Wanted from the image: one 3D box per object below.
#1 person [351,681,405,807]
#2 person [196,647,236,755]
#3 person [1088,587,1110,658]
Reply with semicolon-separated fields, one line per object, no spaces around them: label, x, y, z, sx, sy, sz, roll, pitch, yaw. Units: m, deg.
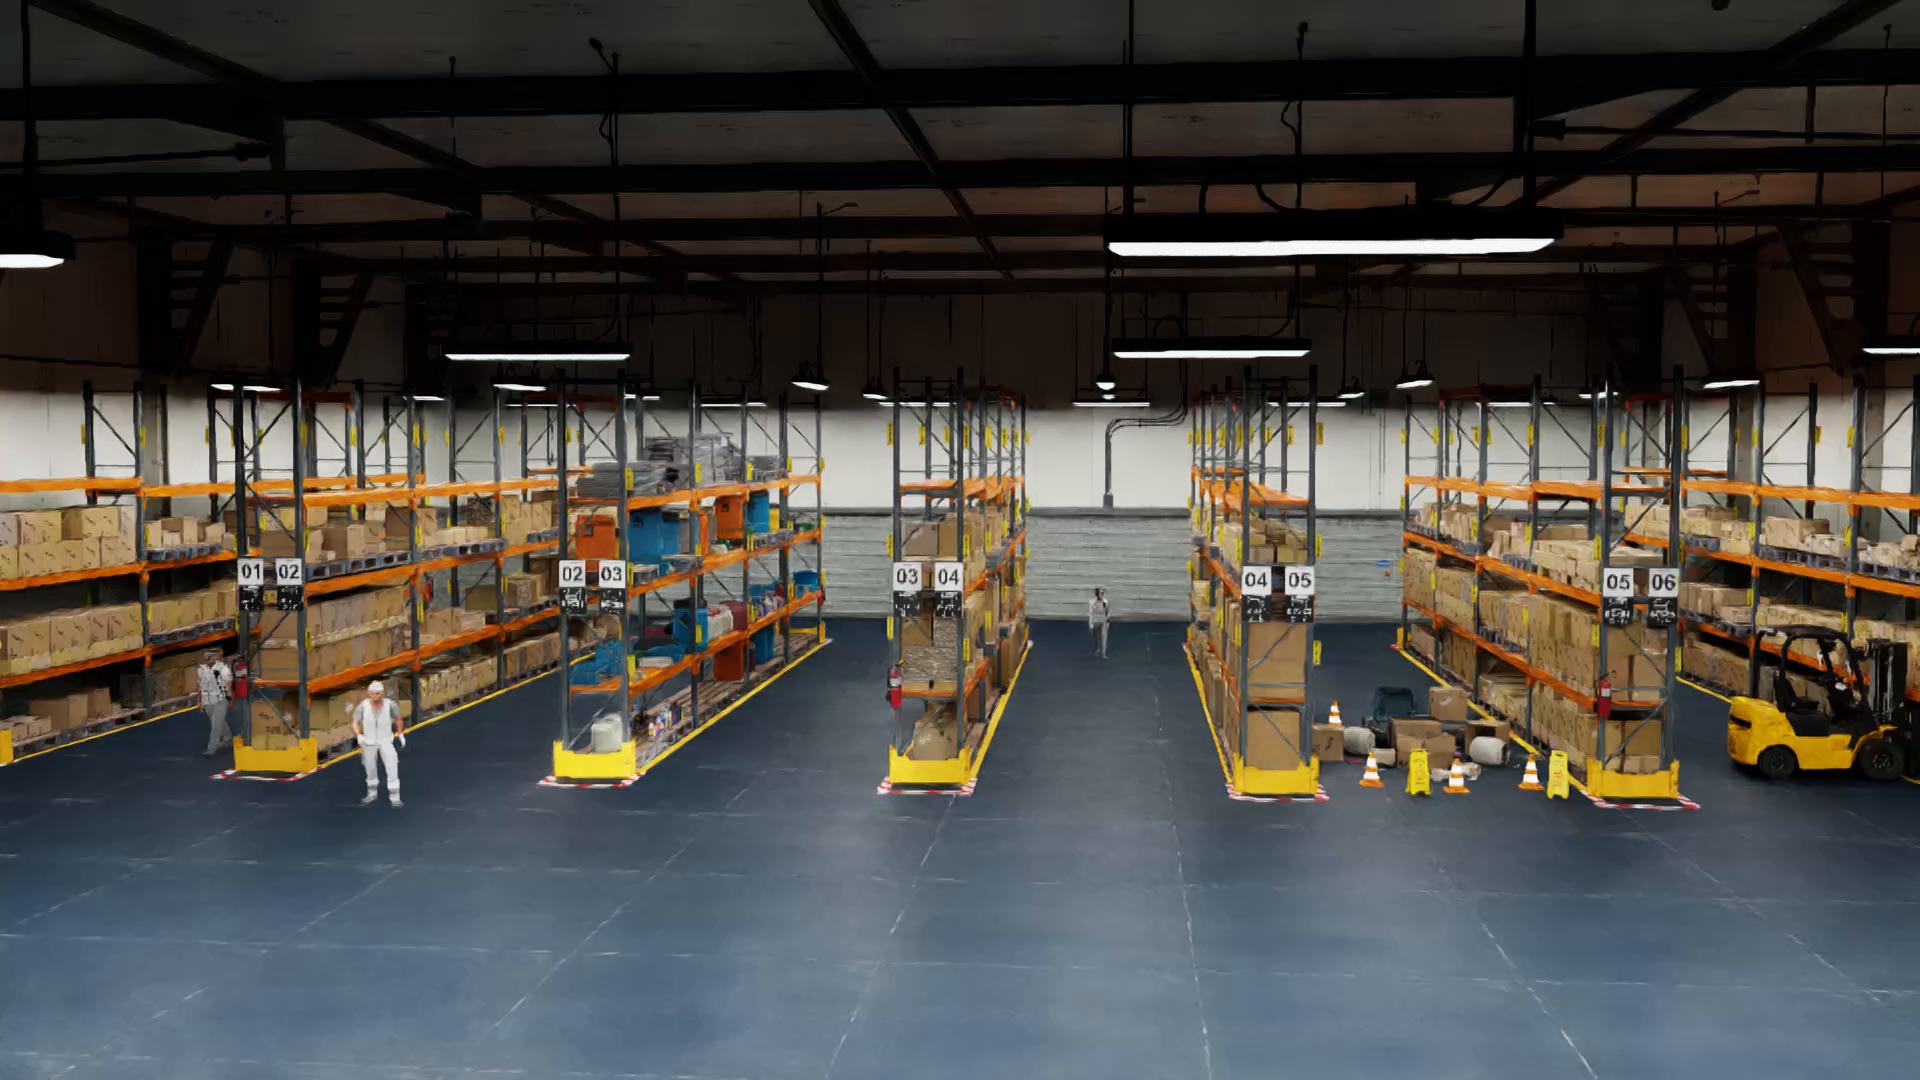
person;-7.850;2.736;22.478;0.688;1.719;0.822;-1;4;-12
person;-11.800;2.515;26.271;0.542;1.675;1.126;0;4;8
person;3.152;1.847;37.695;0.495;1.589;1.086;0;4;8
